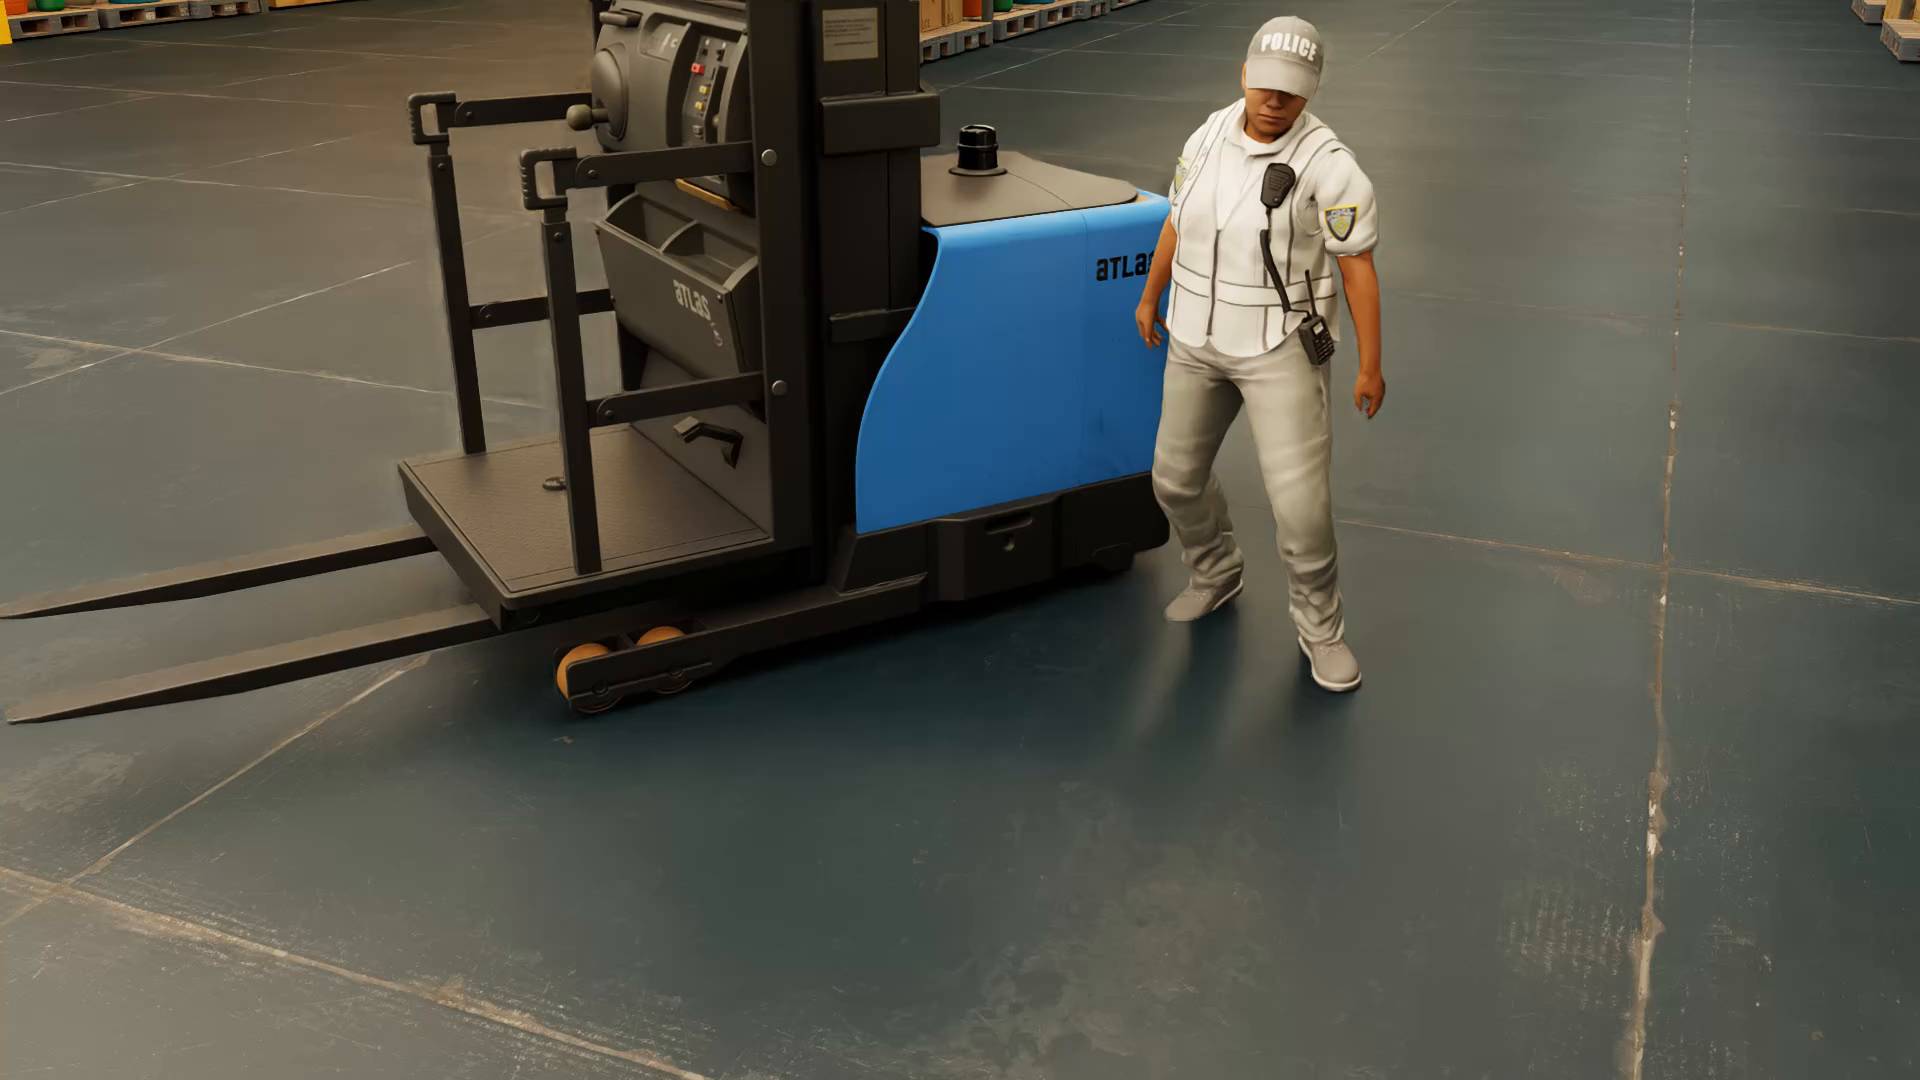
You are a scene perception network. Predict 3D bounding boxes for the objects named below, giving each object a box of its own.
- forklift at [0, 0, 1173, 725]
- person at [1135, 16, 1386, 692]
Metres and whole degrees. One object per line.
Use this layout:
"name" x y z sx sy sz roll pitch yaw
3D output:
"forklift" -0.912 -1.161 4.069 3.031 2.935 1.130 -13 26 -28
"person" 0.738 -0.473 4.183 0.821 1.642 0.481 20 30 39
